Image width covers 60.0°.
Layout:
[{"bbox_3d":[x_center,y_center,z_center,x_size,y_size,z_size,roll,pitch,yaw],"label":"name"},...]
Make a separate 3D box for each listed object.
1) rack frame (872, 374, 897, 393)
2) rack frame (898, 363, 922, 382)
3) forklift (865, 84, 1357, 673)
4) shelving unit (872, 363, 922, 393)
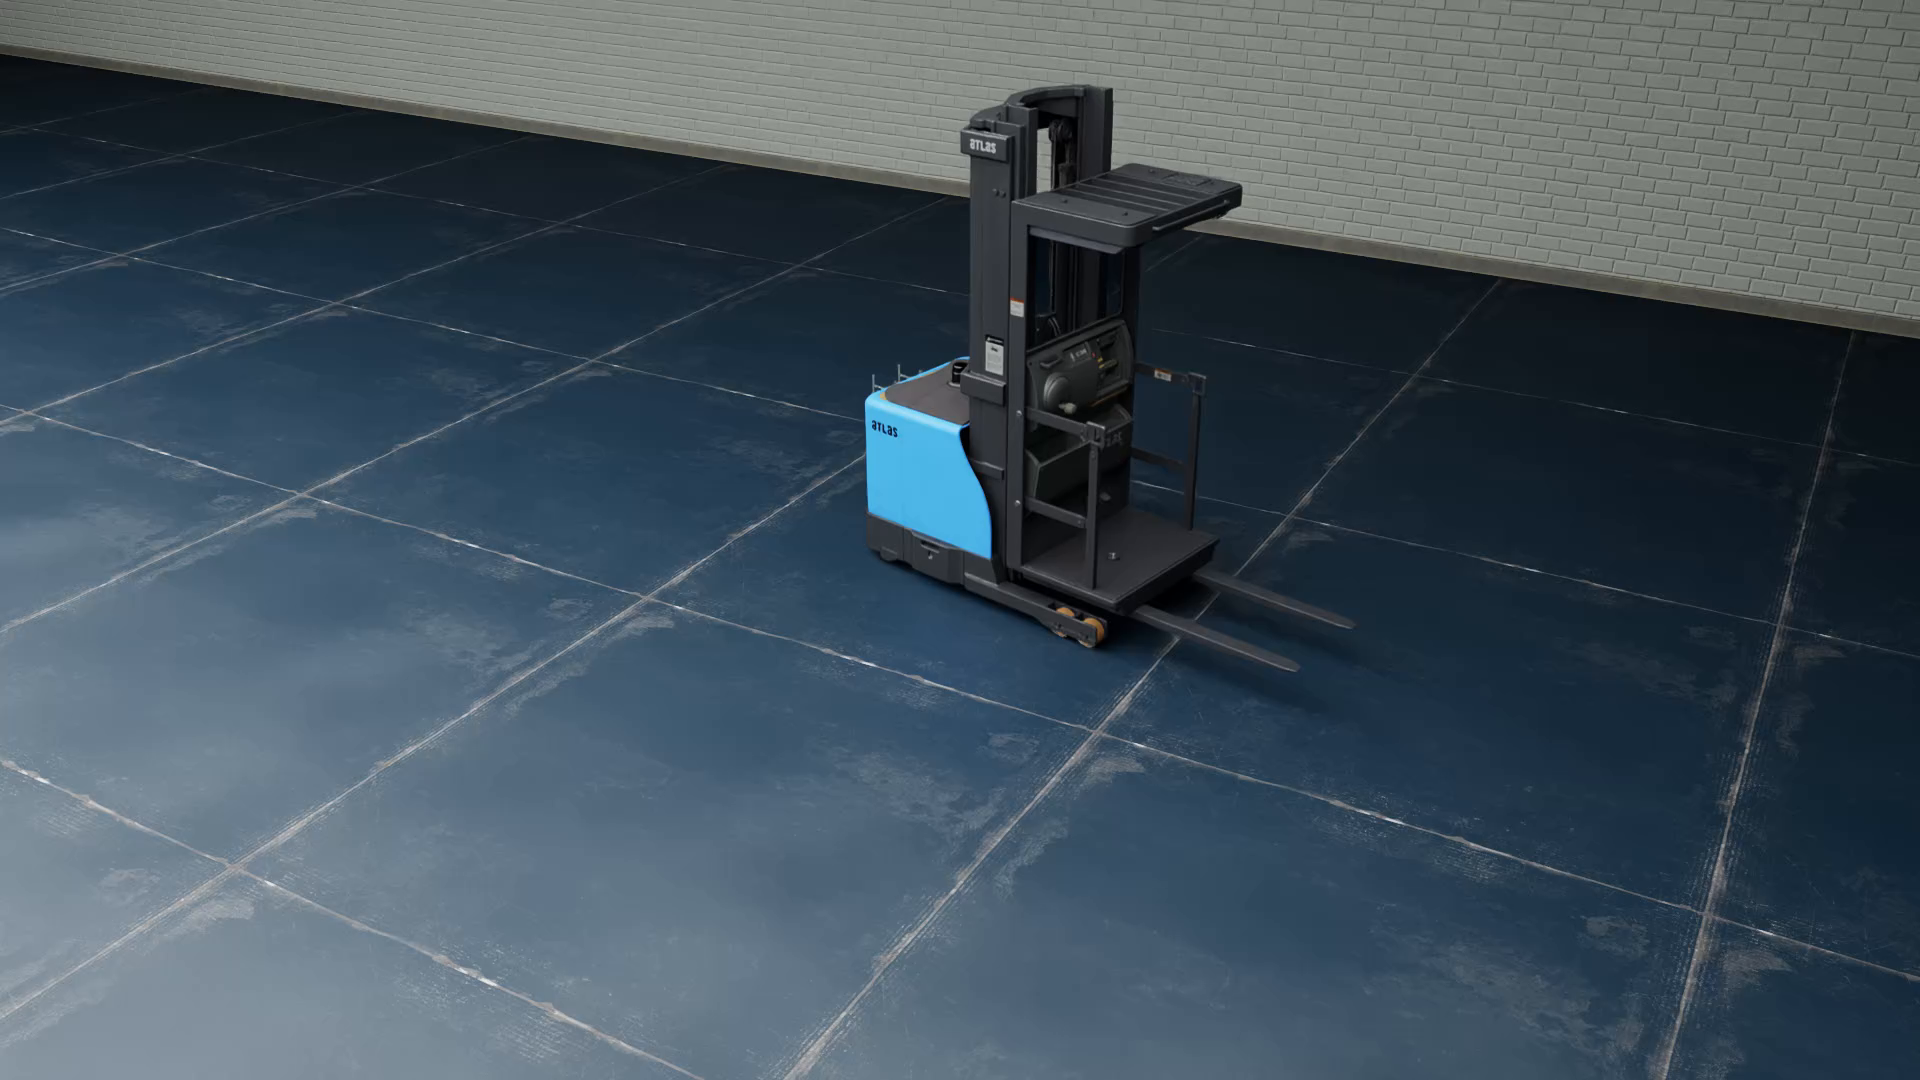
[{"bbox_3d":[-0.476,-0.549,10.675,0.200,1.050,0.008,20,33,35],"label":"rack frame"},{"bbox_3d":[-0.320,-0.634,10.843,0.200,1.050,0.008,20,33,35],"label":"rack frame"},{"bbox_3d":[0.855,-0.962,9.398,3.031,2.935,1.130,21,33,35],"label":"forklift"},{"bbox_3d":[-0.398,-0.592,10.759,0.215,1.050,0.252,20,33,35],"label":"shelving unit"}]
